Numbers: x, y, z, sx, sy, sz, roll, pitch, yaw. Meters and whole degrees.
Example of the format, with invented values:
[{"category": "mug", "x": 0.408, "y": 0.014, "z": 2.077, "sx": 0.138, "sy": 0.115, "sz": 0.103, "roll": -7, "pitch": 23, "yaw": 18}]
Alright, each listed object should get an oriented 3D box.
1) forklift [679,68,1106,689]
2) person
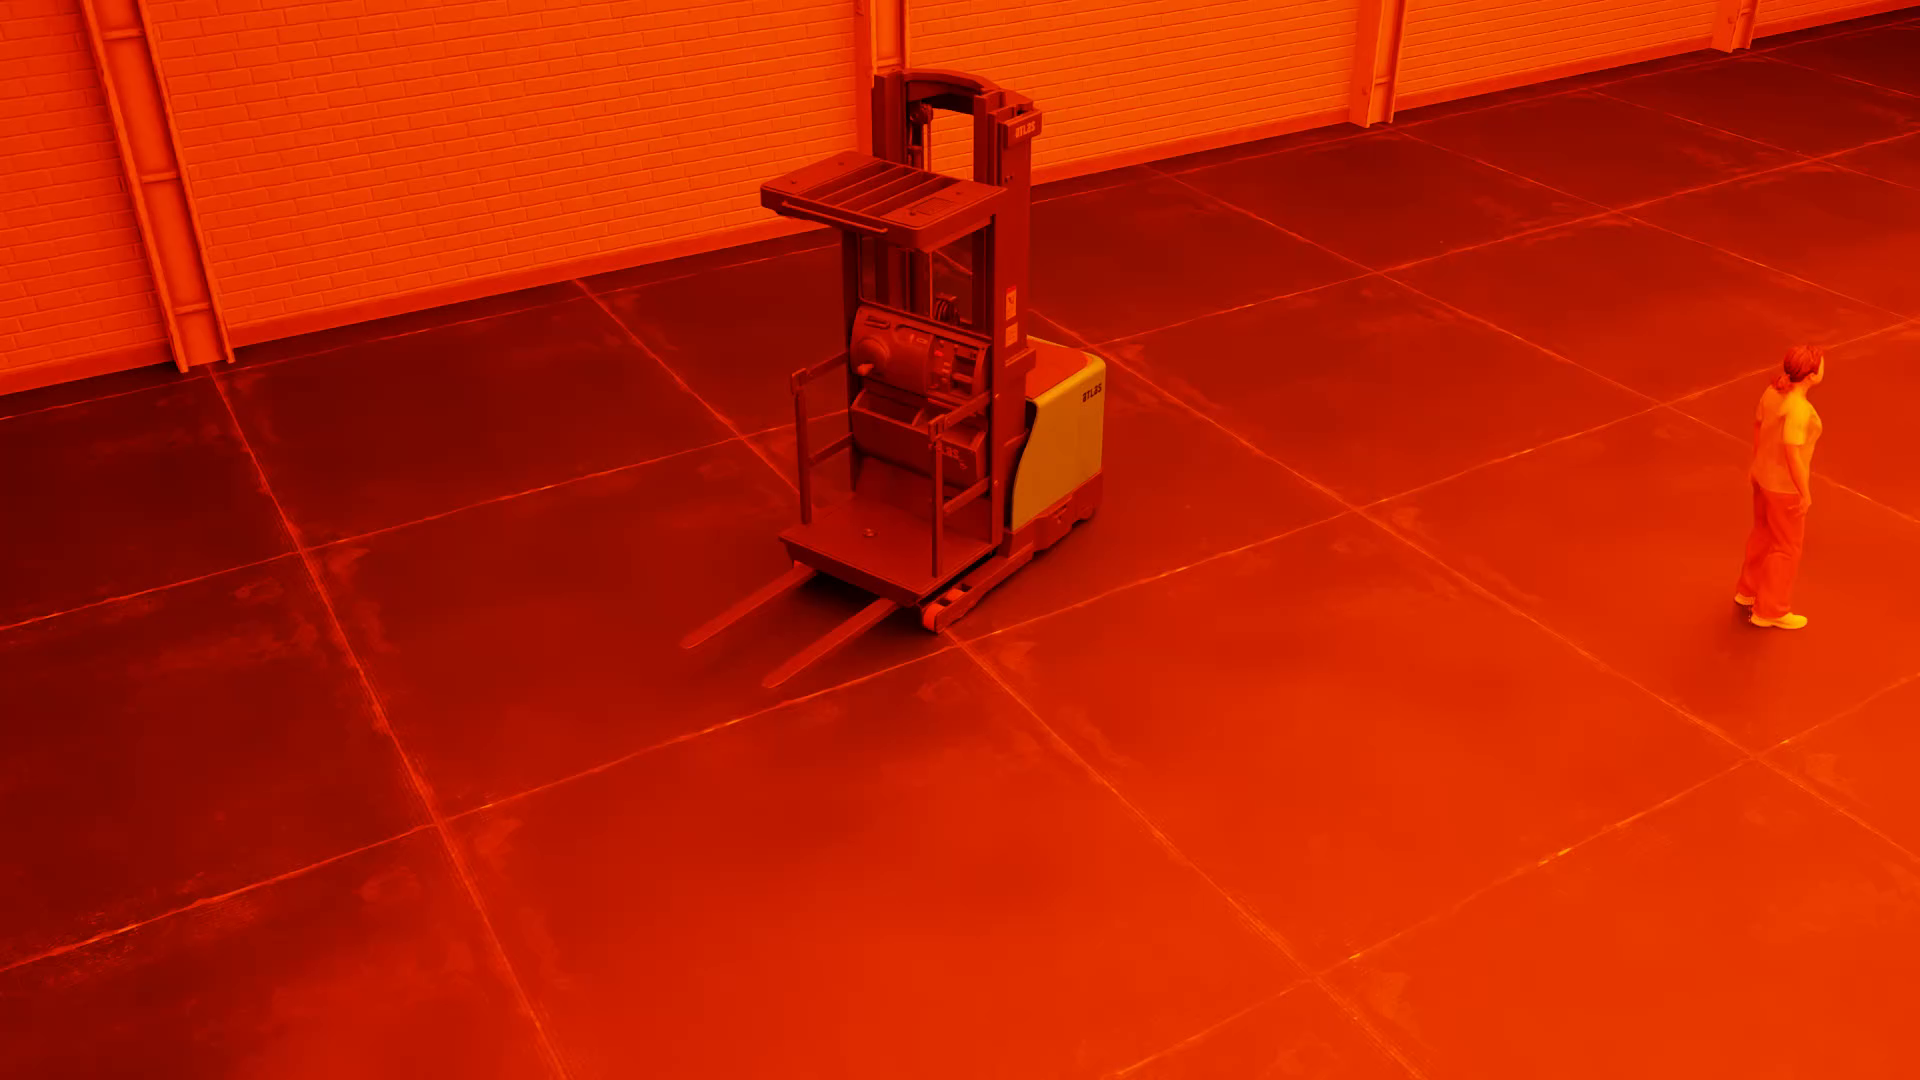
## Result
[{"category": "forklift", "x": -0.365, "y": -1.007, "z": 9.329, "sx": 1.130, "sy": 2.935, "sz": 3.031, "roll": 21, "pitch": 37, "yaw": 31}, {"category": "person", "x": 4.675, "y": -0.315, "z": 9.406, "sx": 0.482, "sy": 1.687, "sz": 0.538, "roll": 0, "pitch": 31, "yaw": 0}]
